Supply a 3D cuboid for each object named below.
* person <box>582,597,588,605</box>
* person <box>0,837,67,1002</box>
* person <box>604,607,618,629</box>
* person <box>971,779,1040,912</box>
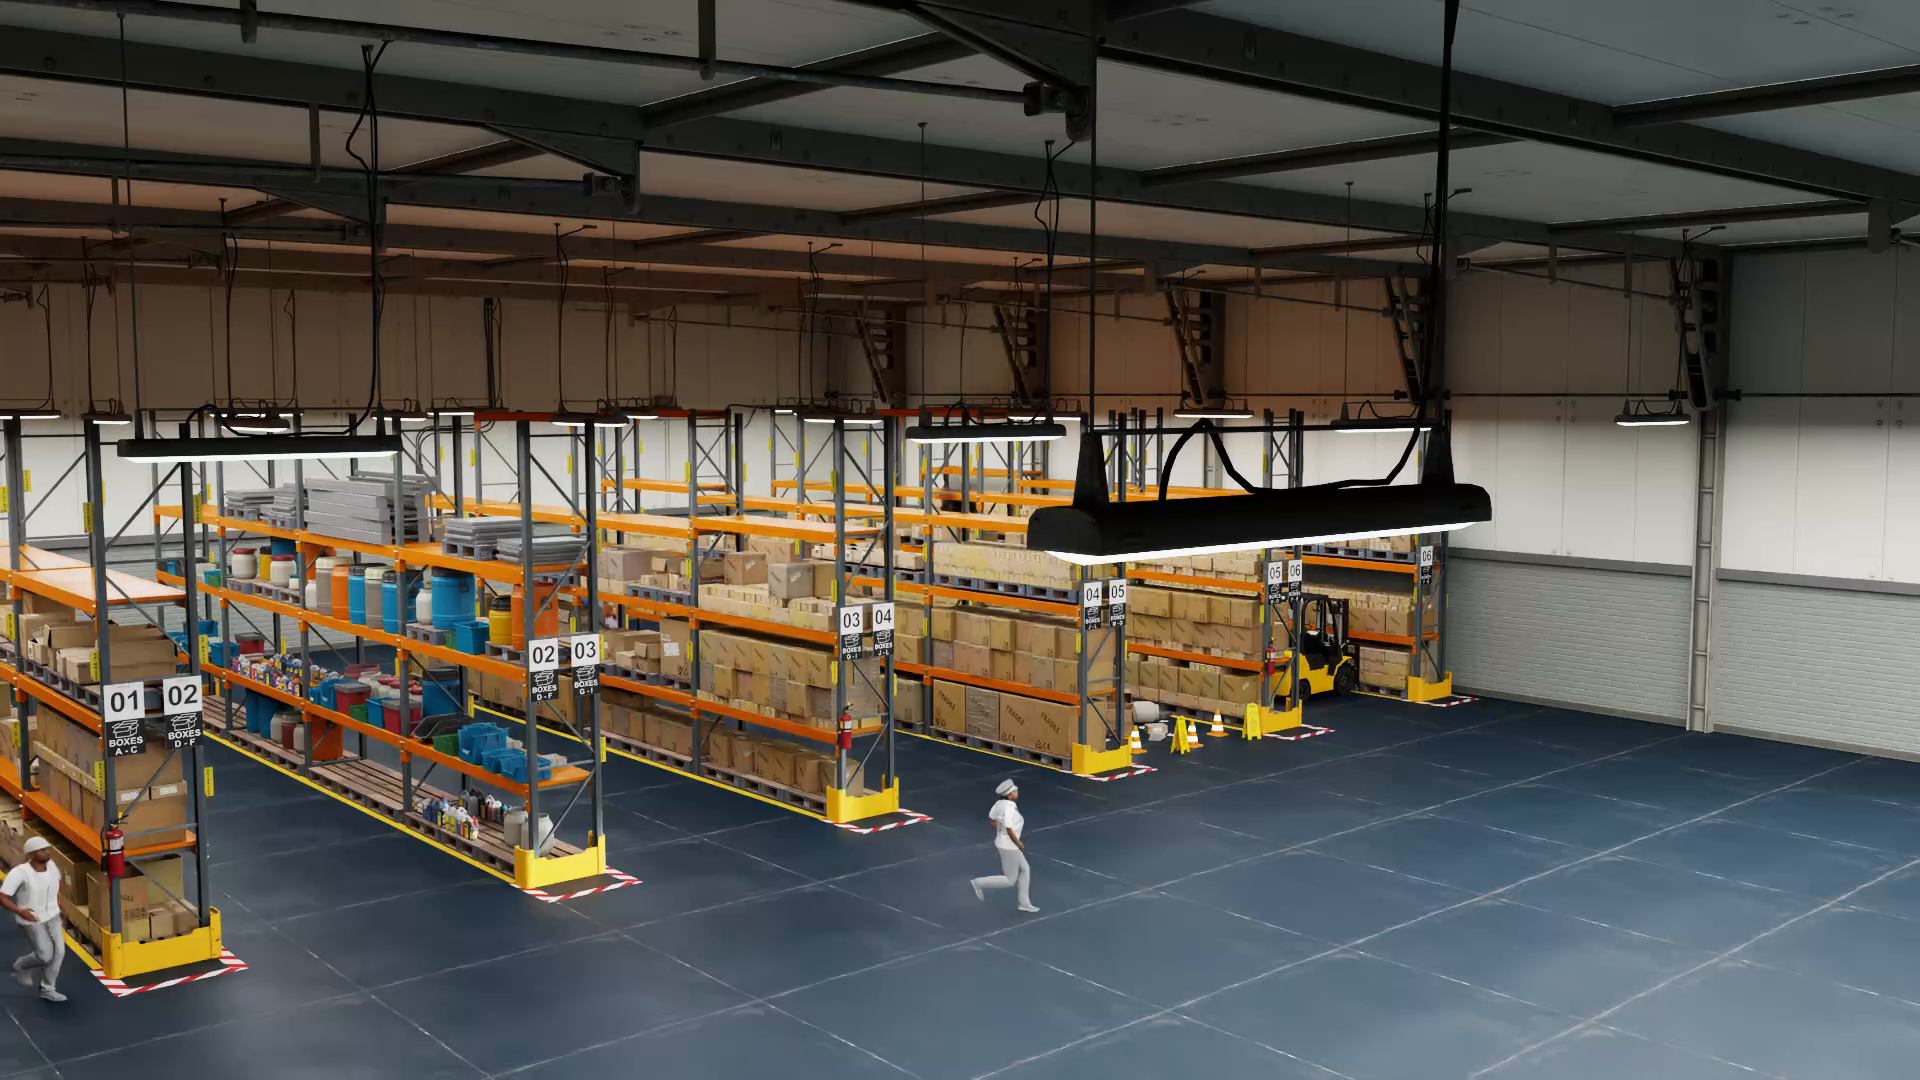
[{"bbox_3d":[-9.208,1.955,40.531,0.838,1.640,0.592,-4,7,-40],"label":"person"},{"bbox_3d":[-9.652,3.952,17.383,0.603,1.735,0.737,2,5,22],"label":"person"},{"bbox_3d":[-7.696,2.297,36.946,0.591,1.637,0.828,-4,6,-37],"label":"person"},{"bbox_3d":[0.550,3.744,20.266,0.892,1.680,0.564,-1,5,-10],"label":"person"}]
